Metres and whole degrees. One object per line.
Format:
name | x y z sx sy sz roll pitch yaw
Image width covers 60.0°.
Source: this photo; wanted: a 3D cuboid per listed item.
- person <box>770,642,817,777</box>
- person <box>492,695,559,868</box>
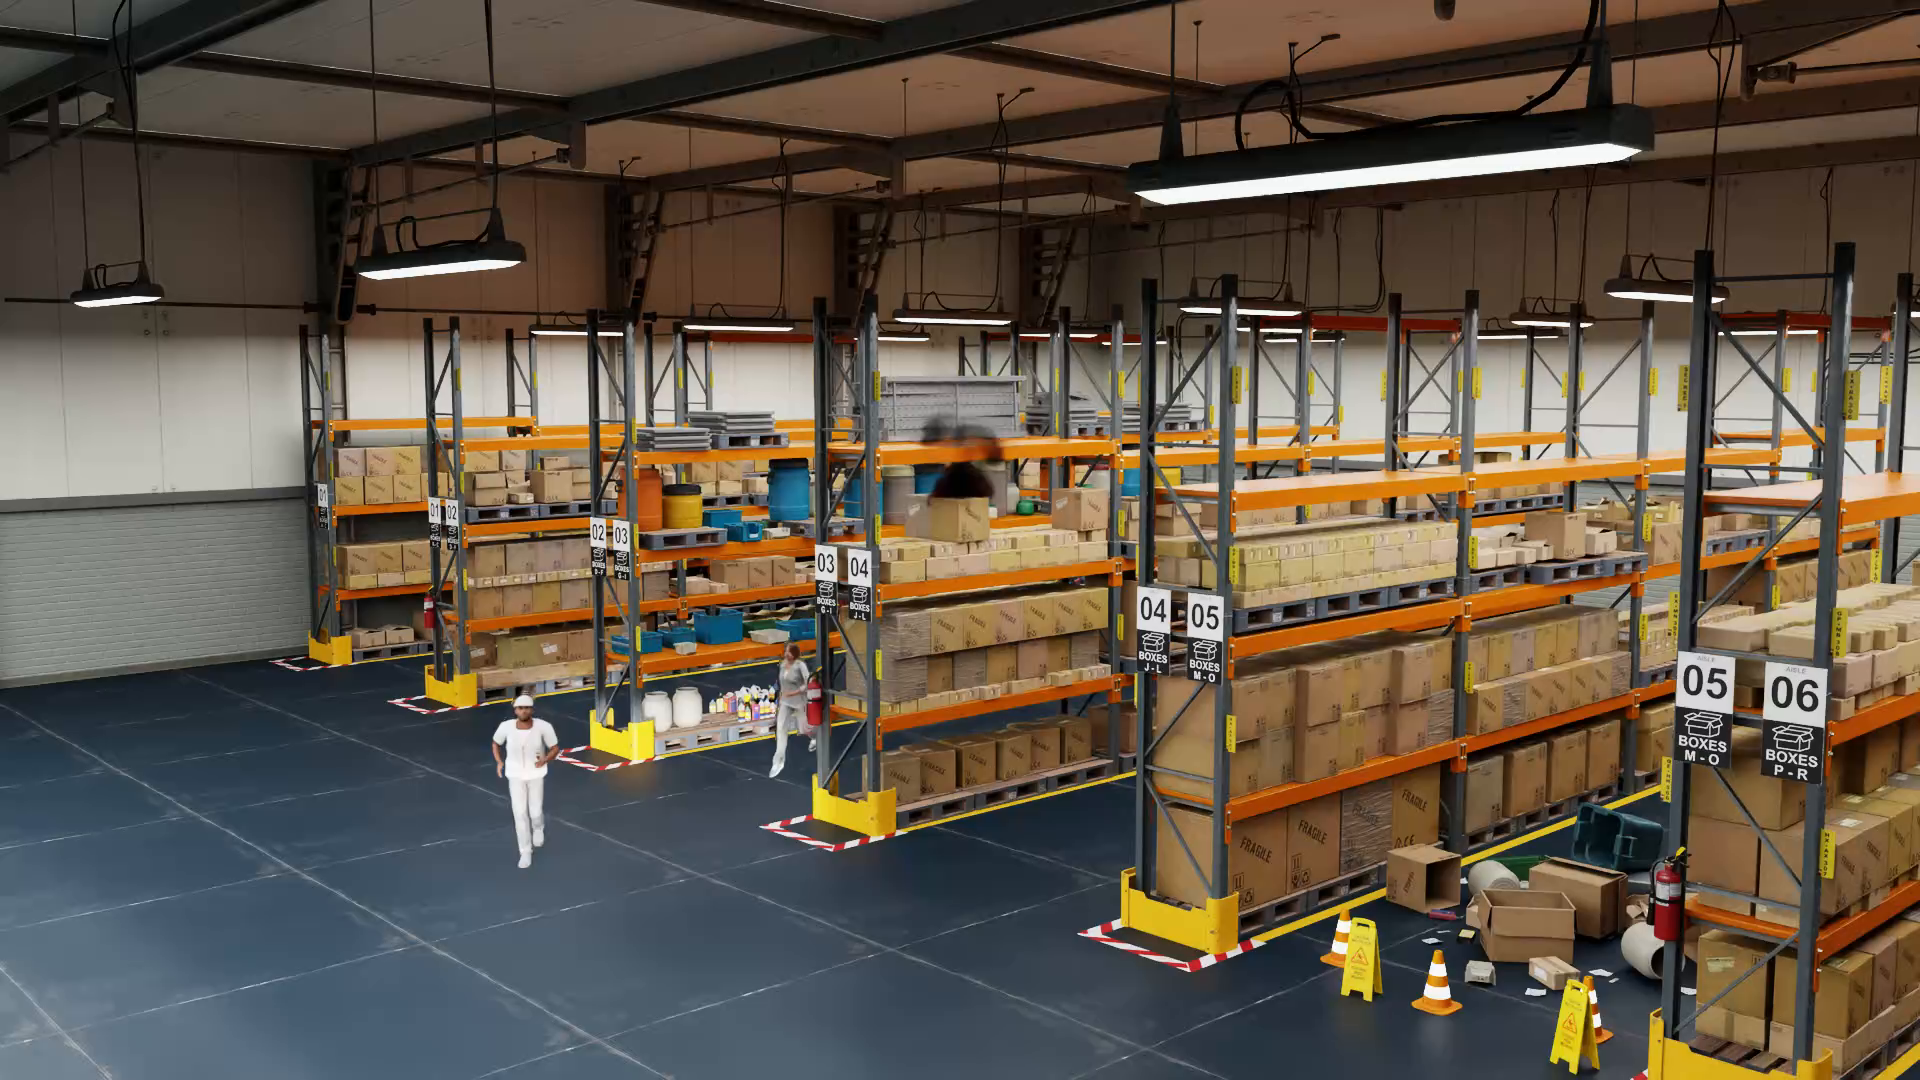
person | -2.031 2.056 20.630 0.506 1.599 1.035 2 6 22
person | -4.608 2.509 17.652 0.701 1.766 0.826 -1 6 -11
